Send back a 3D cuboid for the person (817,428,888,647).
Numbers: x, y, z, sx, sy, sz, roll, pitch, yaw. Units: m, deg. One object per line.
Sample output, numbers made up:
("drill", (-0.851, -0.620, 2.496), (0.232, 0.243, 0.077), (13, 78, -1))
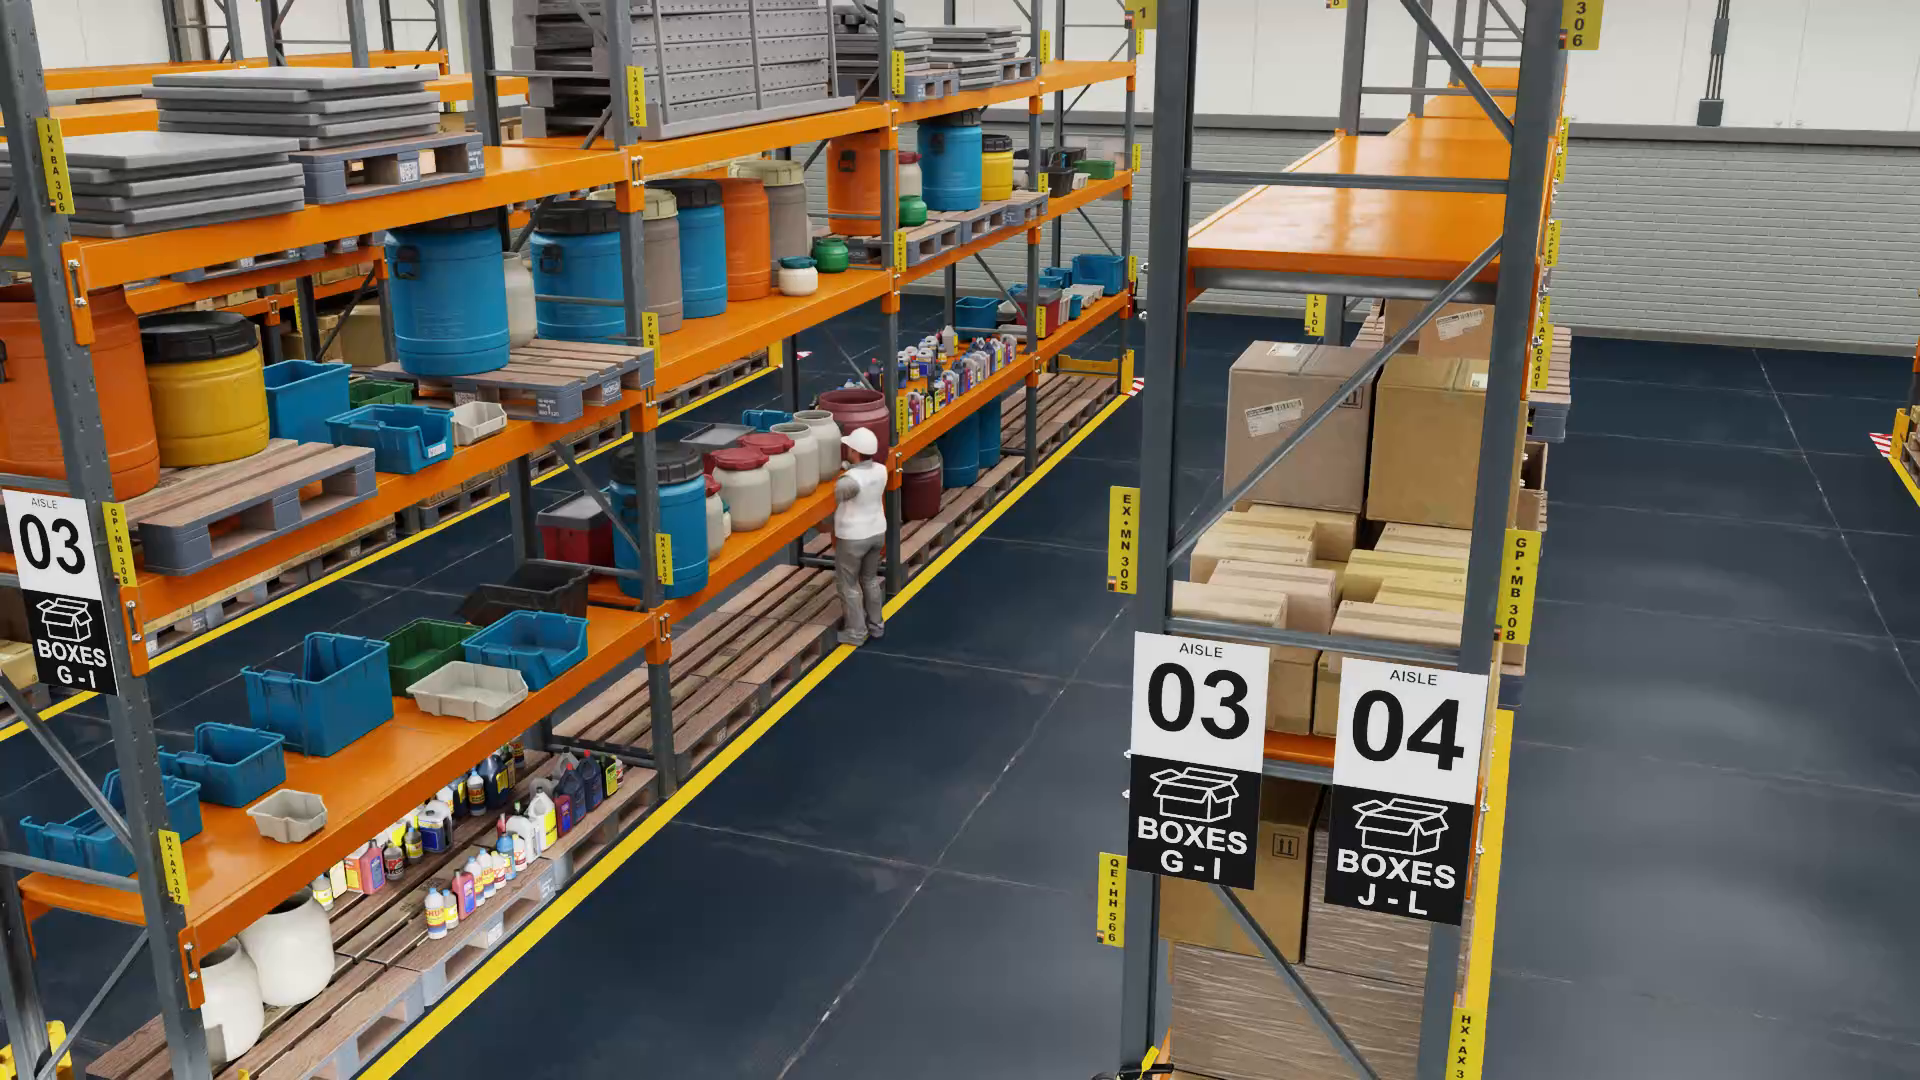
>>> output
("person", (-0.875, -0.054, 13.133), (0.560, 1.762, 0.494), (14, 23, 35))
